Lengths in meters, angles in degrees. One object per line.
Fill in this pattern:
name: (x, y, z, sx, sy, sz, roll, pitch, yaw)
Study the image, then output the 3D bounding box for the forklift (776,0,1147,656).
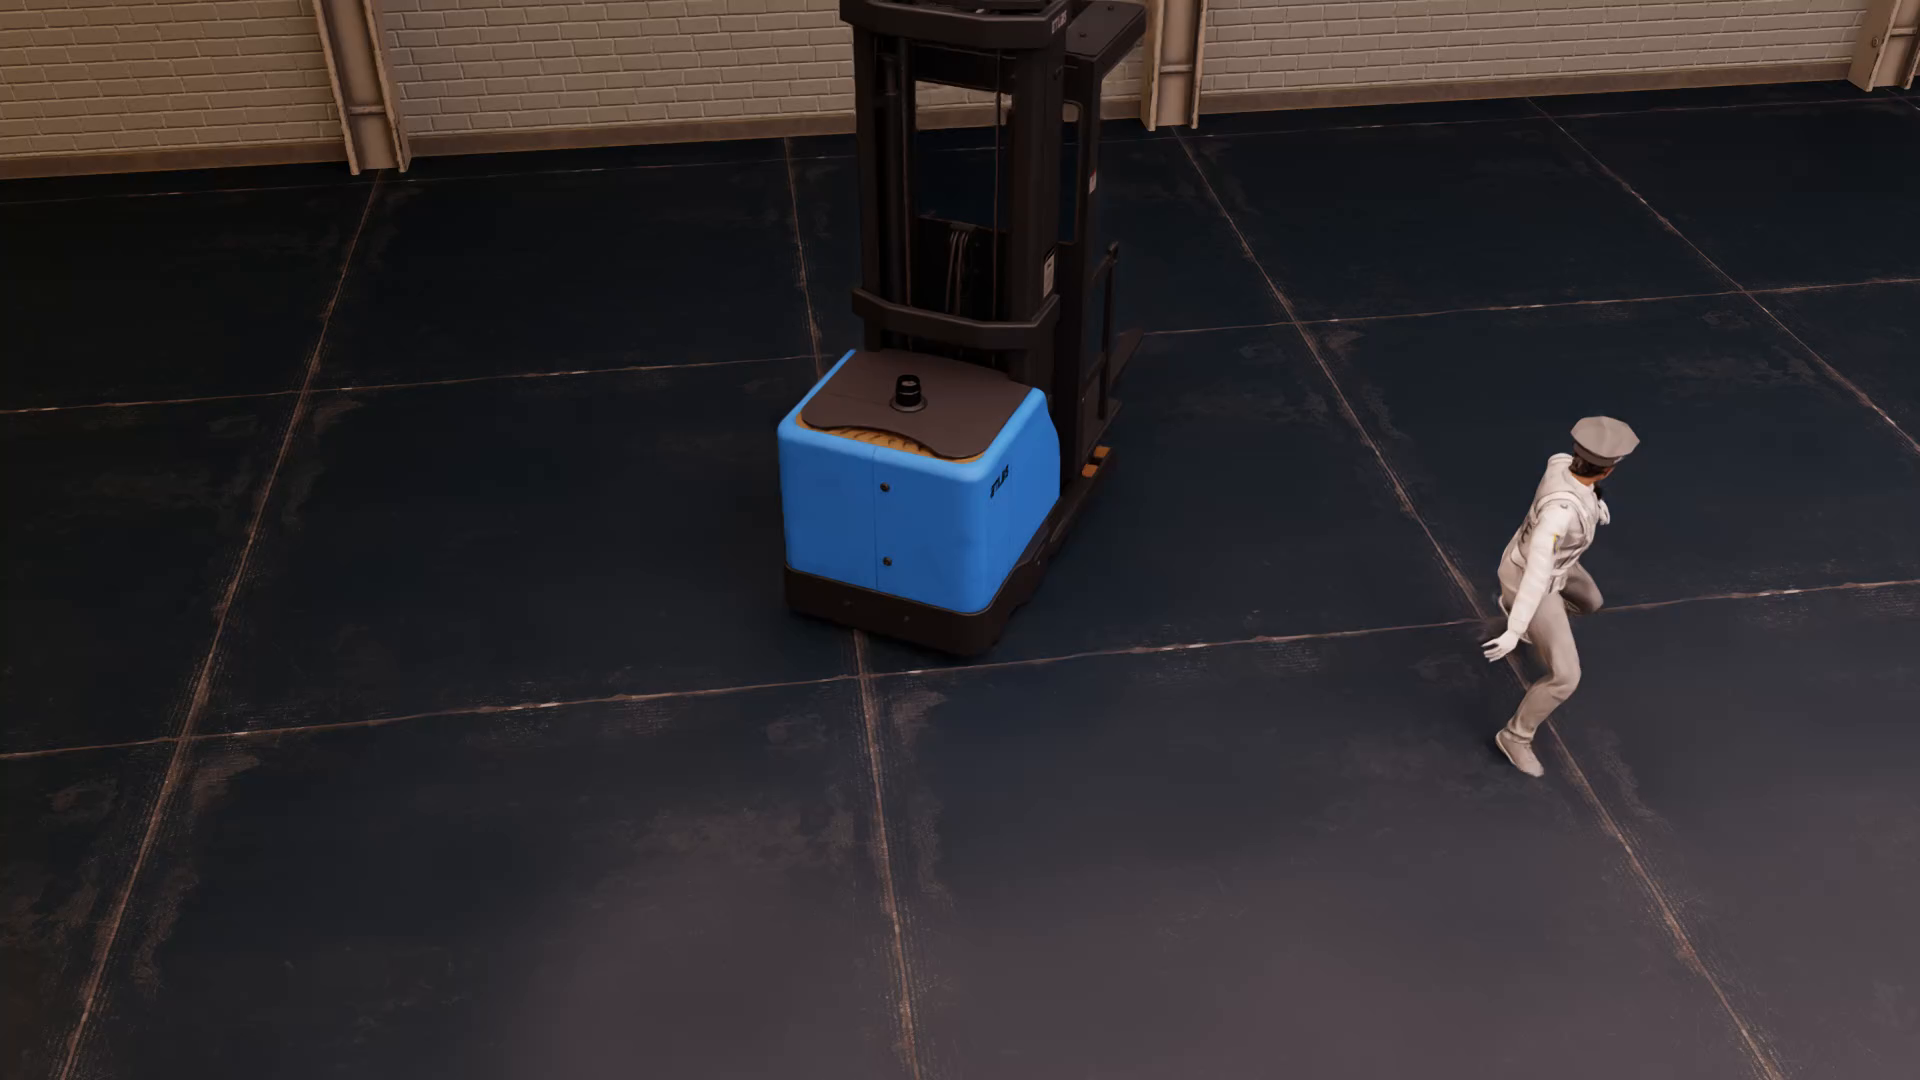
forklift: (0.197, -1.513, 8.116, 1.130, 2.935, 3.031, 14, 38, 18)

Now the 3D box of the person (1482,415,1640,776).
person: (2.494, 0.190, 7.024, 0.453, 1.557, 1.080, 18, 40, 23)
